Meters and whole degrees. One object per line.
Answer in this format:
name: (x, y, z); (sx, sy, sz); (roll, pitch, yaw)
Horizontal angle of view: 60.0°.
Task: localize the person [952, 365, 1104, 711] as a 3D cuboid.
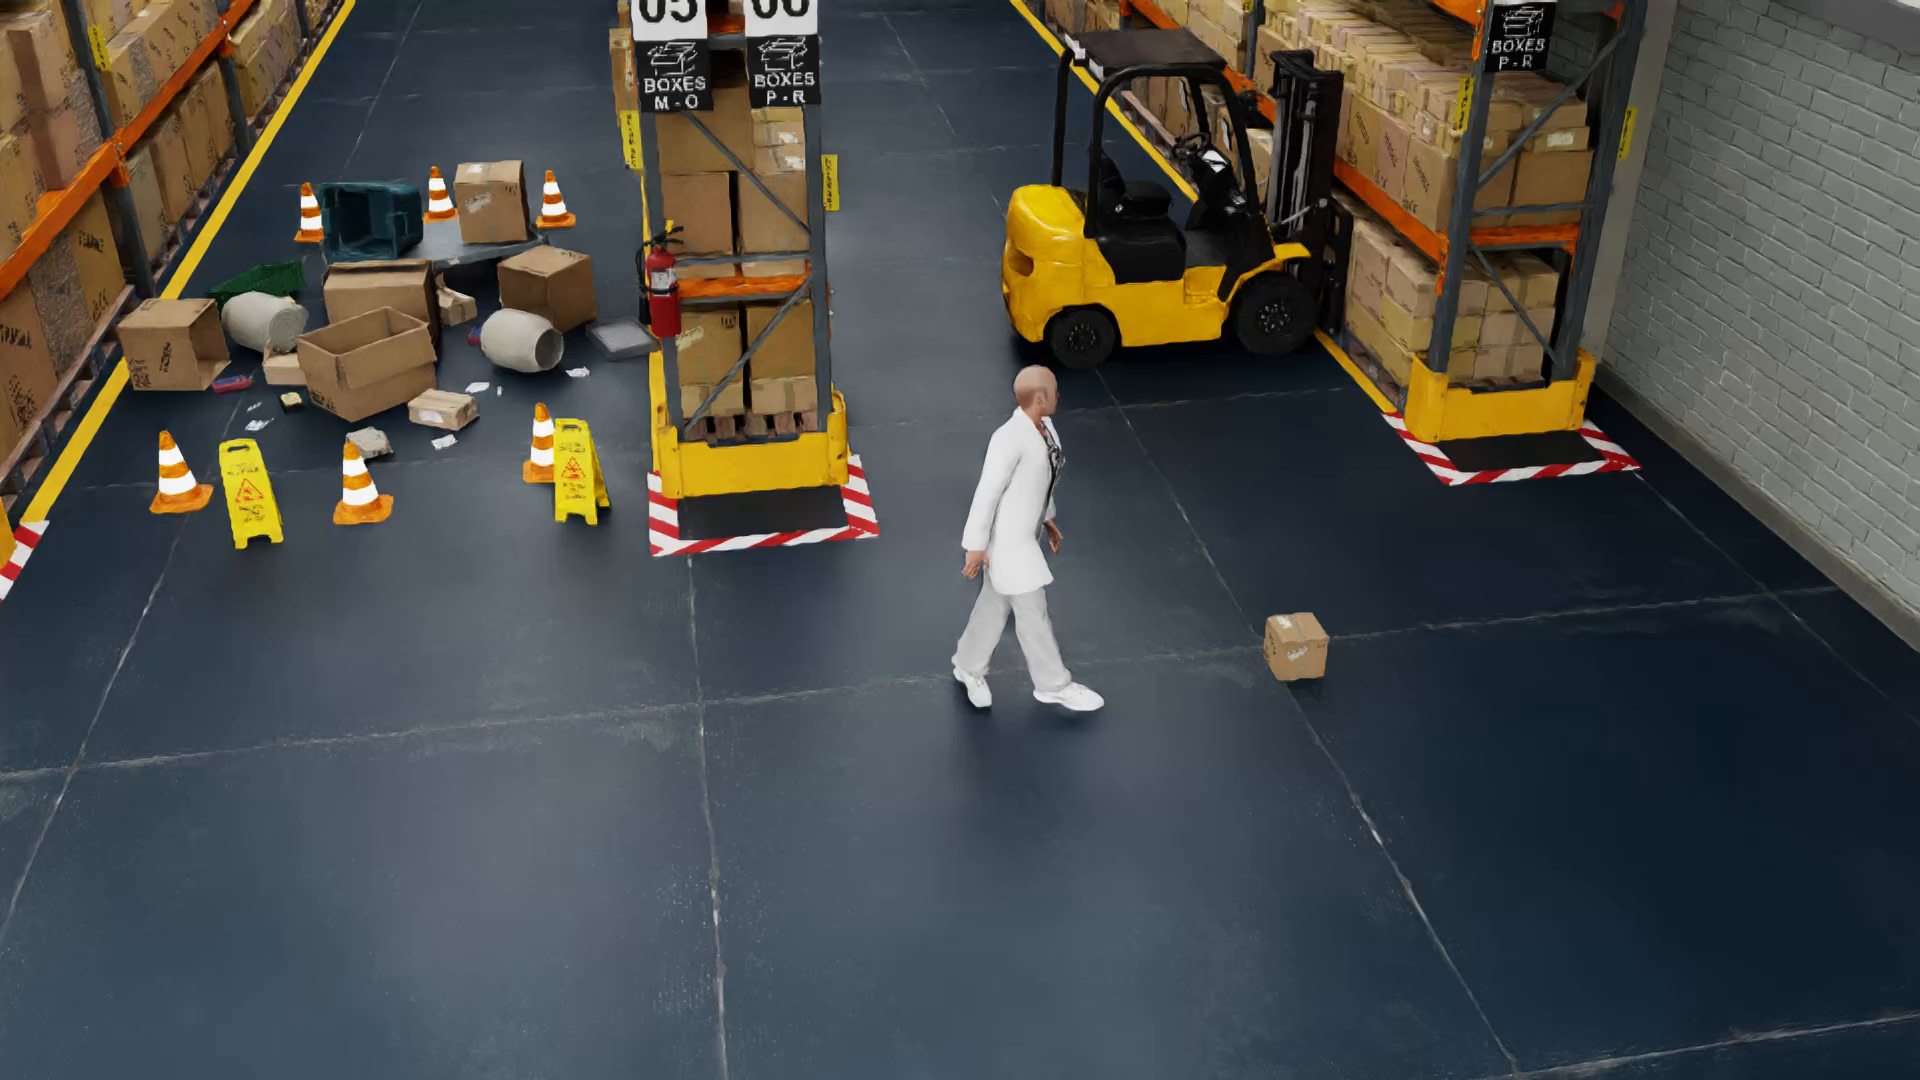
person: (0.374, -0.001, 8.158); (0.841, 1.757, 0.653); (11, 32, 18)
